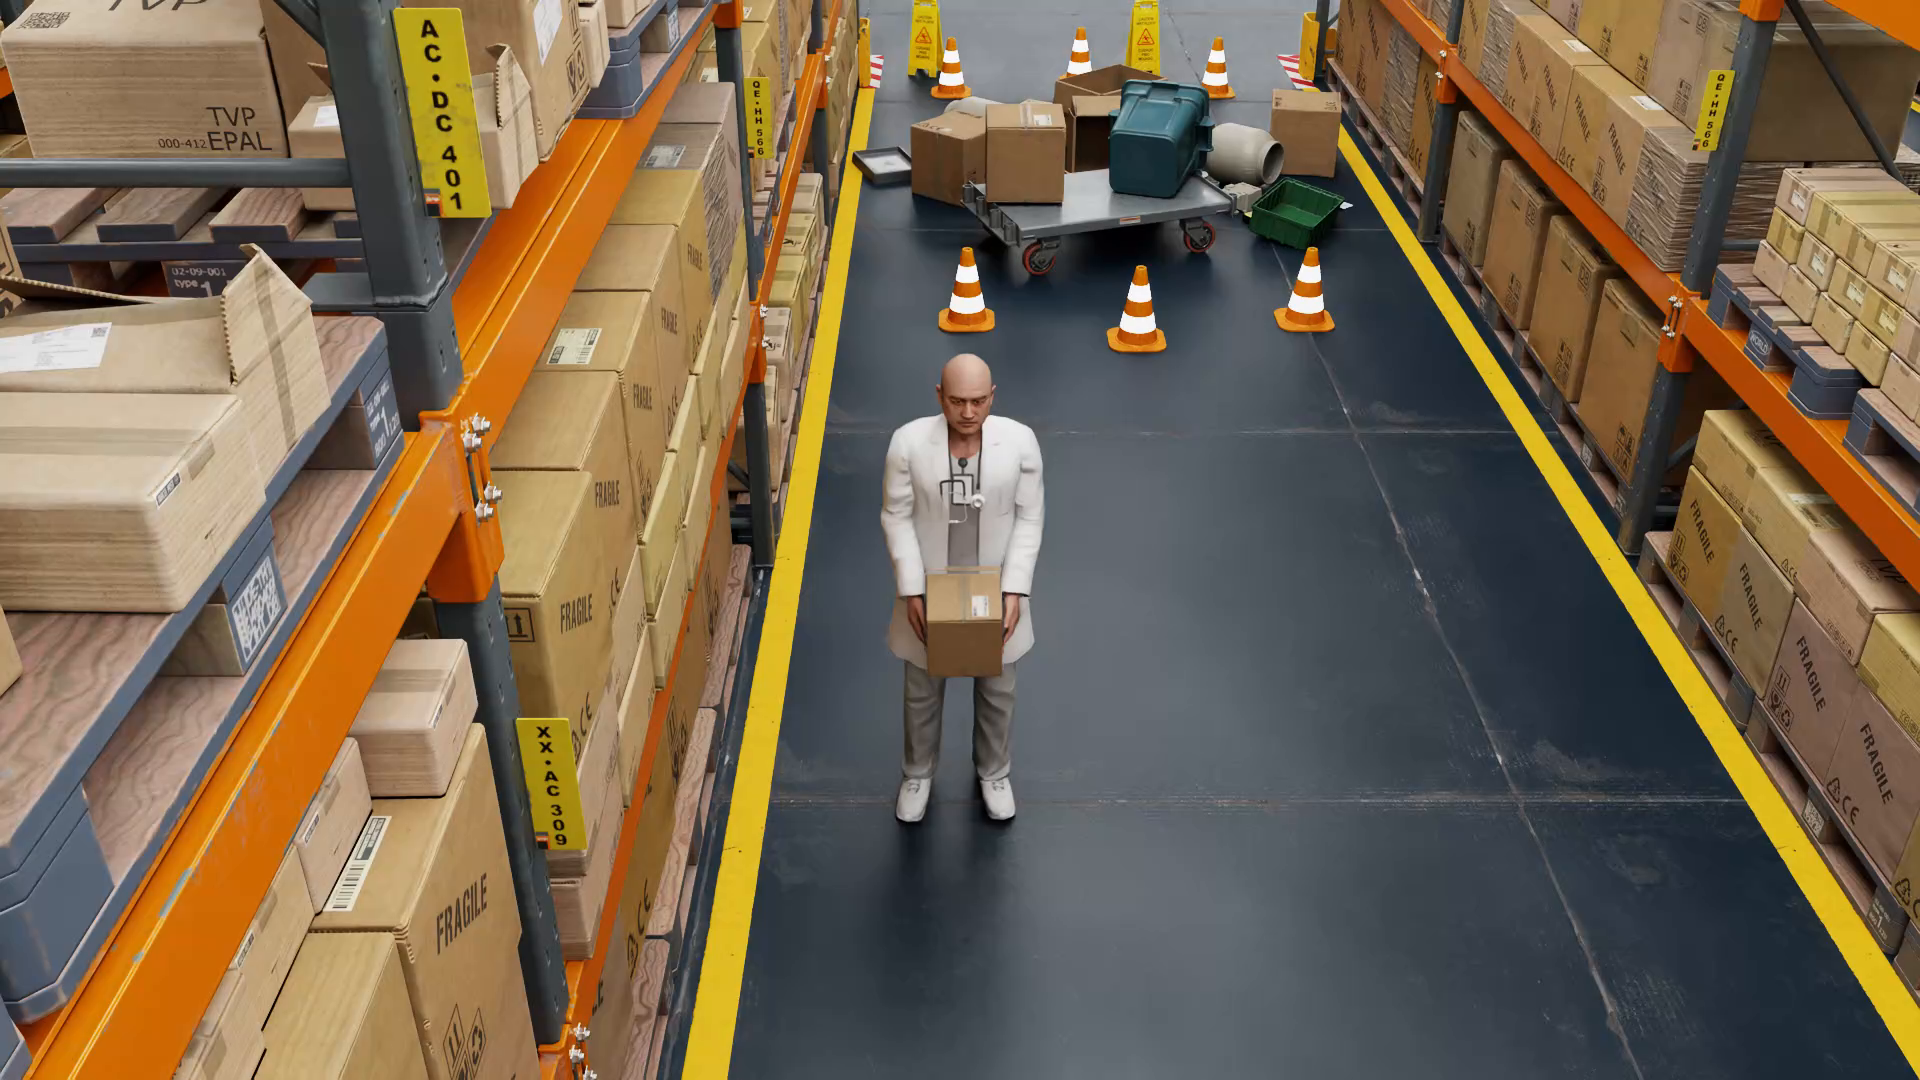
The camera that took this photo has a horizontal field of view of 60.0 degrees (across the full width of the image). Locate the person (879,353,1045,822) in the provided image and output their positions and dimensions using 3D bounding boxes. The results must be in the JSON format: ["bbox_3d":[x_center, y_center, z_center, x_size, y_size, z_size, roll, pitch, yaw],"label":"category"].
[{"bbox_3d":[0.010,0.211,5.792,0.569,1.783,0.489,-1,31,-1],"label":"person"}]
